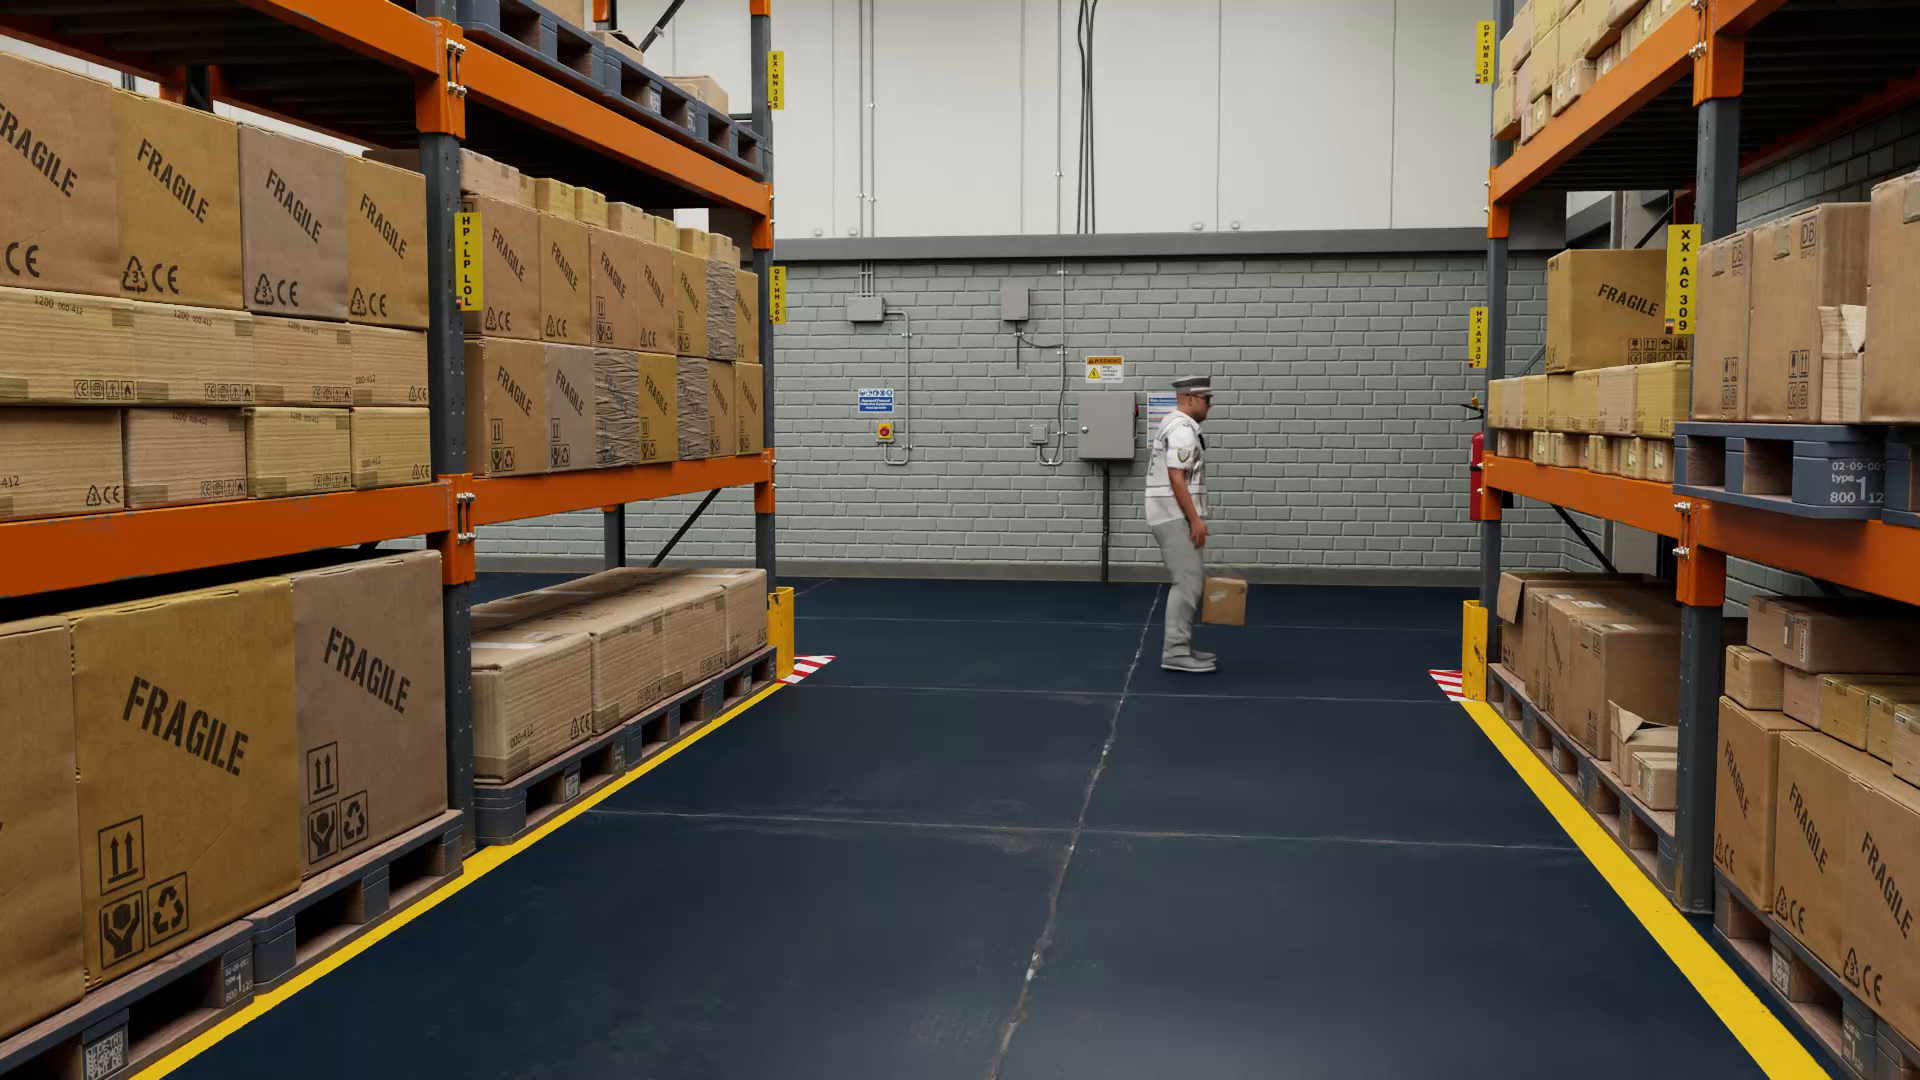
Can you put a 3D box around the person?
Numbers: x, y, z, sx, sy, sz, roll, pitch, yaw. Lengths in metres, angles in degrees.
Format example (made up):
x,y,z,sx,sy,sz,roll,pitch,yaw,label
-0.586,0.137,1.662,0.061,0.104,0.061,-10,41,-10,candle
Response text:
x,y,z,sx,sy,sz,roll,pitch,yaw,label
1.329,-0.109,9.971,0.444,1.752,0.566,1,4,7,person
